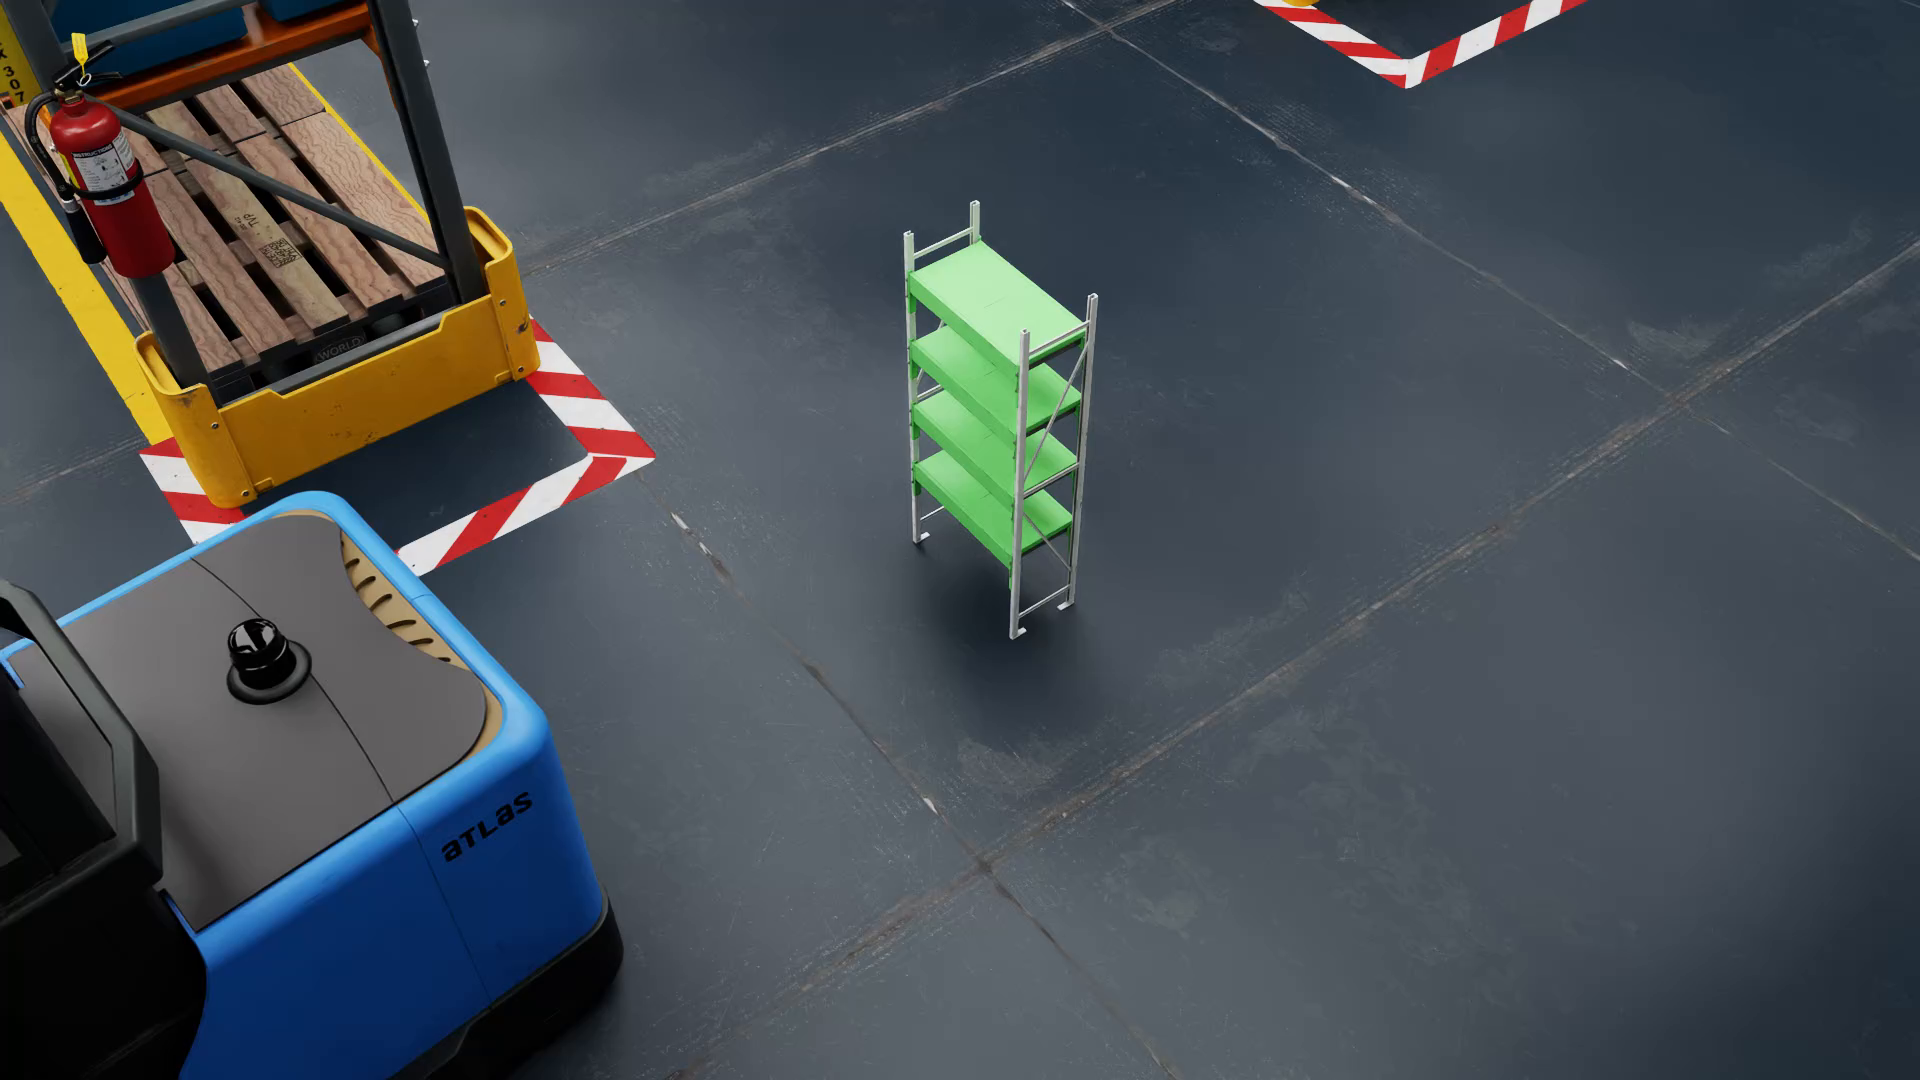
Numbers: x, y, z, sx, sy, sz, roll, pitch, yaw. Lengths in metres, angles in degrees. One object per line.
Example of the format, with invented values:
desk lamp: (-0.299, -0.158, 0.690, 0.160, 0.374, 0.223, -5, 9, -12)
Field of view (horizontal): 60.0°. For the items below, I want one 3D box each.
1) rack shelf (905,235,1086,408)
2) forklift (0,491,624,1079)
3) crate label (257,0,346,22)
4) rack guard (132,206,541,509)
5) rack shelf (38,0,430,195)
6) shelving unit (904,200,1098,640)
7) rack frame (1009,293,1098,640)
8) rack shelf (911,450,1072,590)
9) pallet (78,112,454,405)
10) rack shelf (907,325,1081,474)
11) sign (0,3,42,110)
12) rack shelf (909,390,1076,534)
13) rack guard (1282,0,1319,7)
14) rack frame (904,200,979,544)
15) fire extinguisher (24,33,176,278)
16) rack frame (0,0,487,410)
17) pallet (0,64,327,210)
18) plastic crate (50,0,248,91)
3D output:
rack shelf: (0.100, -0.585, 4.409, 0.258, 0.148, 0.480, -29, 54, -24)
forklift: (-2.273, 0.599, 2.729, 3.031, 2.935, 1.130, -35, 56, -27)
crate label: (-1.919, -1.716, 4.853, 0.416, 0.233, 0.303, -29, 54, -24)
rack guard: (-2.007, -0.611, 5.466, 1.175, 0.500, 0.348, -29, 54, -24)
rack shelf: (-3.243, -2.396, 5.883, 1.077, 0.370, 4.000, -29, 54, -24)
shelving unit: (0.100, -0.305, 4.717, 0.258, 1.200, 0.503, -29, 54, -24)
rack frame: (0.248, -0.162, 4.587, 0.240, 1.200, 0.015, -29, 54, -24)
rack shelf: (0.100, -0.101, 4.942, 0.258, 0.148, 0.480, -29, 54, -24)
pallet: (-2.500, -1.026, 6.037, 1.003, 0.211, 1.213, -29, 54, -24)
rack shelf: (0.100, -0.424, 4.587, 0.258, 0.148, 0.480, -29, 54, -24)
sign: (-2.460, -1.257, 4.255, 0.100, 0.325, 0.005, -29, 54, -24)
rack shelf: (0.100, -0.262, 4.764, 0.258, 0.148, 0.480, -29, 54, -24)
rack guard: (1.867, -2.884, 7.527, 1.175, 0.500, 0.348, -29, 54, -24)
rack frame: (-0.048, -0.449, 4.847, 0.240, 1.200, 0.015, -29, 54, -24)
fire extinguisher: (-2.302, -1.015, 4.449, 0.296, 0.674, 0.183, -29, 54, -24)
rack frame: (-2.032, -1.459, 4.548, 1.000, 3.000, 0.127, -29, 54, -24)
pallet: (-3.235, -1.745, 6.689, 1.003, 0.211, 1.213, -29, 54, -24)
plastic crate: (-2.383, -1.604, 4.615, 0.616, 0.435, 0.499, -29, 54, -24)
